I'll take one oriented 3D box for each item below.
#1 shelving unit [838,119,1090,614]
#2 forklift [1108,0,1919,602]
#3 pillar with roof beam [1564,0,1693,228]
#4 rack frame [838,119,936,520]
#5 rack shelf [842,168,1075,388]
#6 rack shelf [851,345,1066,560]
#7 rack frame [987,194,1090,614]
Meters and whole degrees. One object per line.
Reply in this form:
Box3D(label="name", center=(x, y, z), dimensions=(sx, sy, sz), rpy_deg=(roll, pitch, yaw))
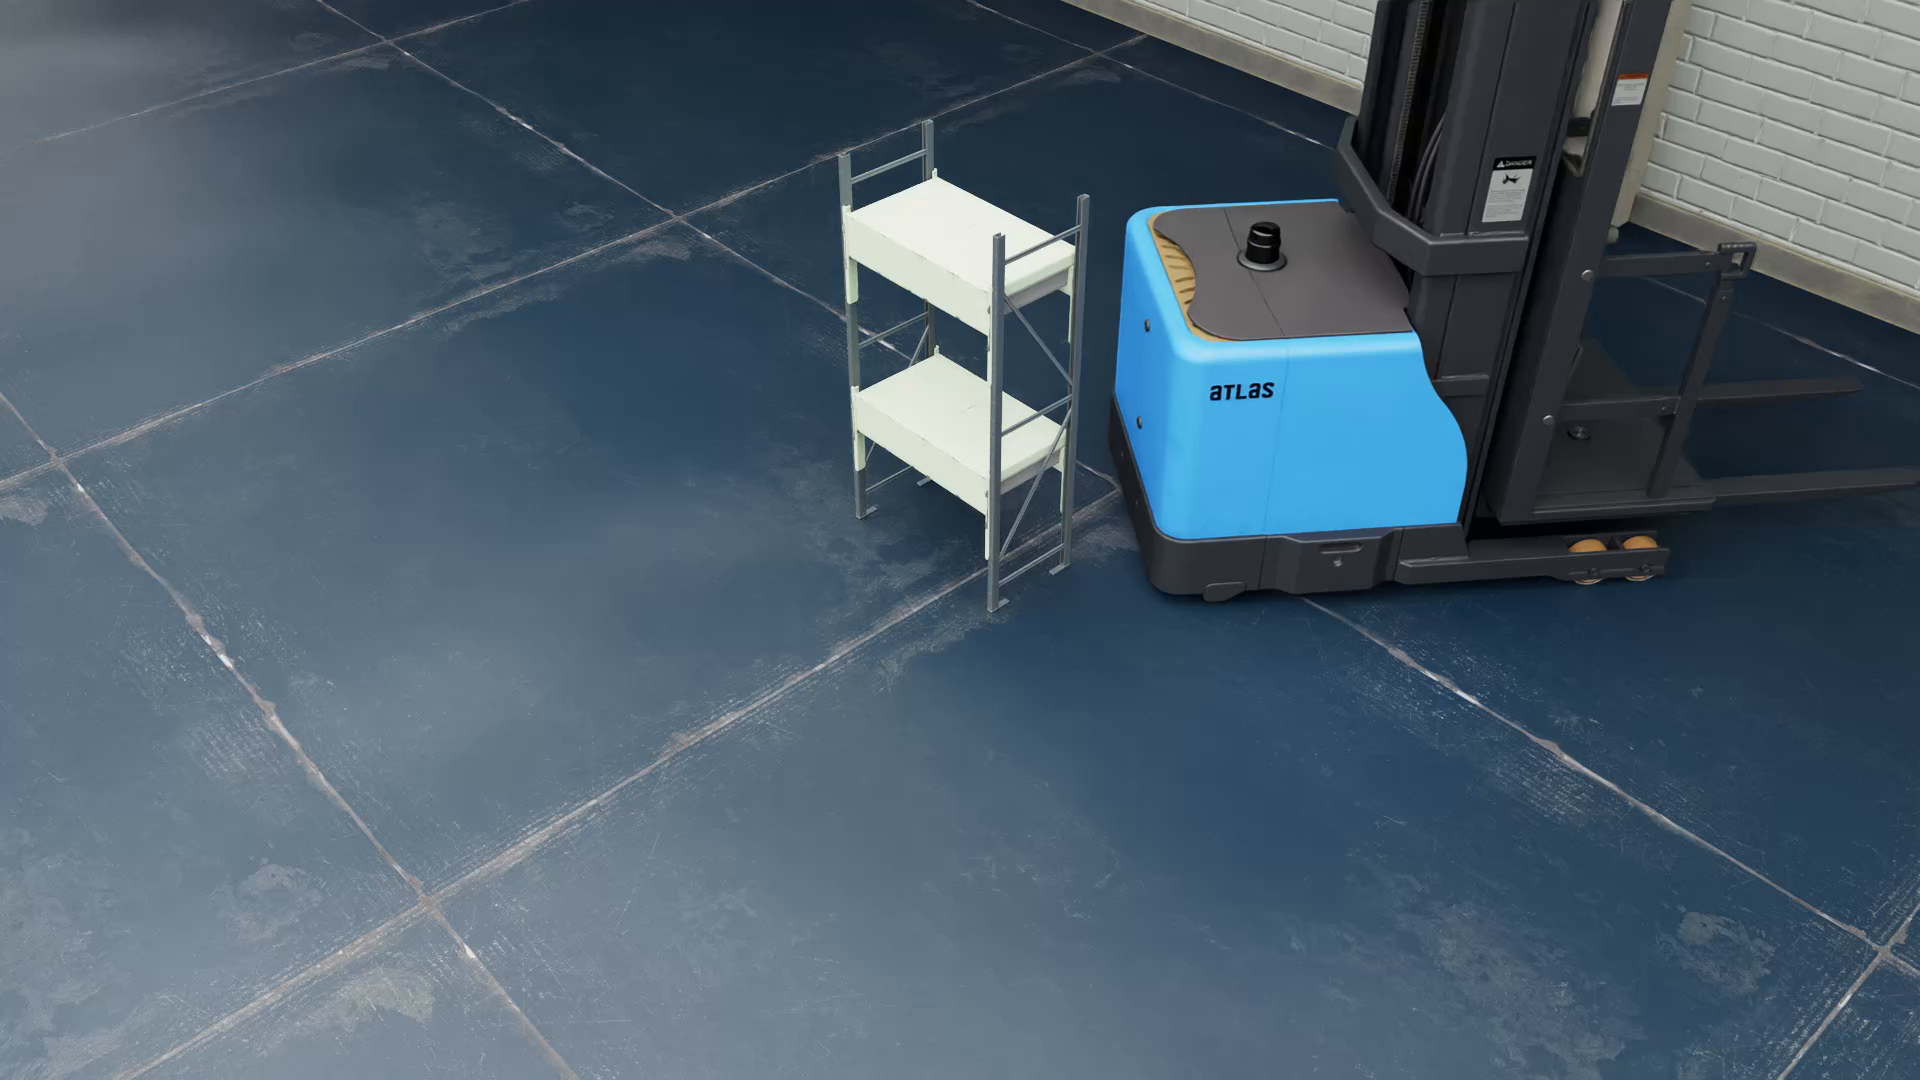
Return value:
Box3D(label="shelving unit", center=(0.005, -0.580, 5.775), dimensions=(0.431, 1.500, 0.755), rpy_deg=(-30, 48, -32))
Box3D(label="forklift", center=(2.139, -1.307, 5.535), dimensions=(3.031, 2.935, 1.130), rpy_deg=(-4, 39, -5))
Box3D(label="pillar with roof beam", center=(-0.100, -3.285, 3.156), dimensions=(9.100, 9.000, 0.400), rpy_deg=(-30, 48, -32))
Box3D(label="rack frame", center=(-0.243, -0.750, 5.985), dimensions=(0.400, 1.500, 0.023), rpy_deg=(-30, 48, -32))
Box3D(label="rack shelf", center=(0.005, -0.884, 5.530), dimensions=(0.431, 0.370, 0.720), rpy_deg=(-30, 48, -32))
Box3D(label="rack shelf", center=(0.005, -0.327, 5.980), dimensions=(0.431, 0.370, 0.720), rpy_deg=(-30, 48, -32))
Box3D(label="rack frame", center=(0.252, -0.411, 5.565), dimensions=(0.400, 1.500, 0.023), rpy_deg=(-30, 48, -32))
